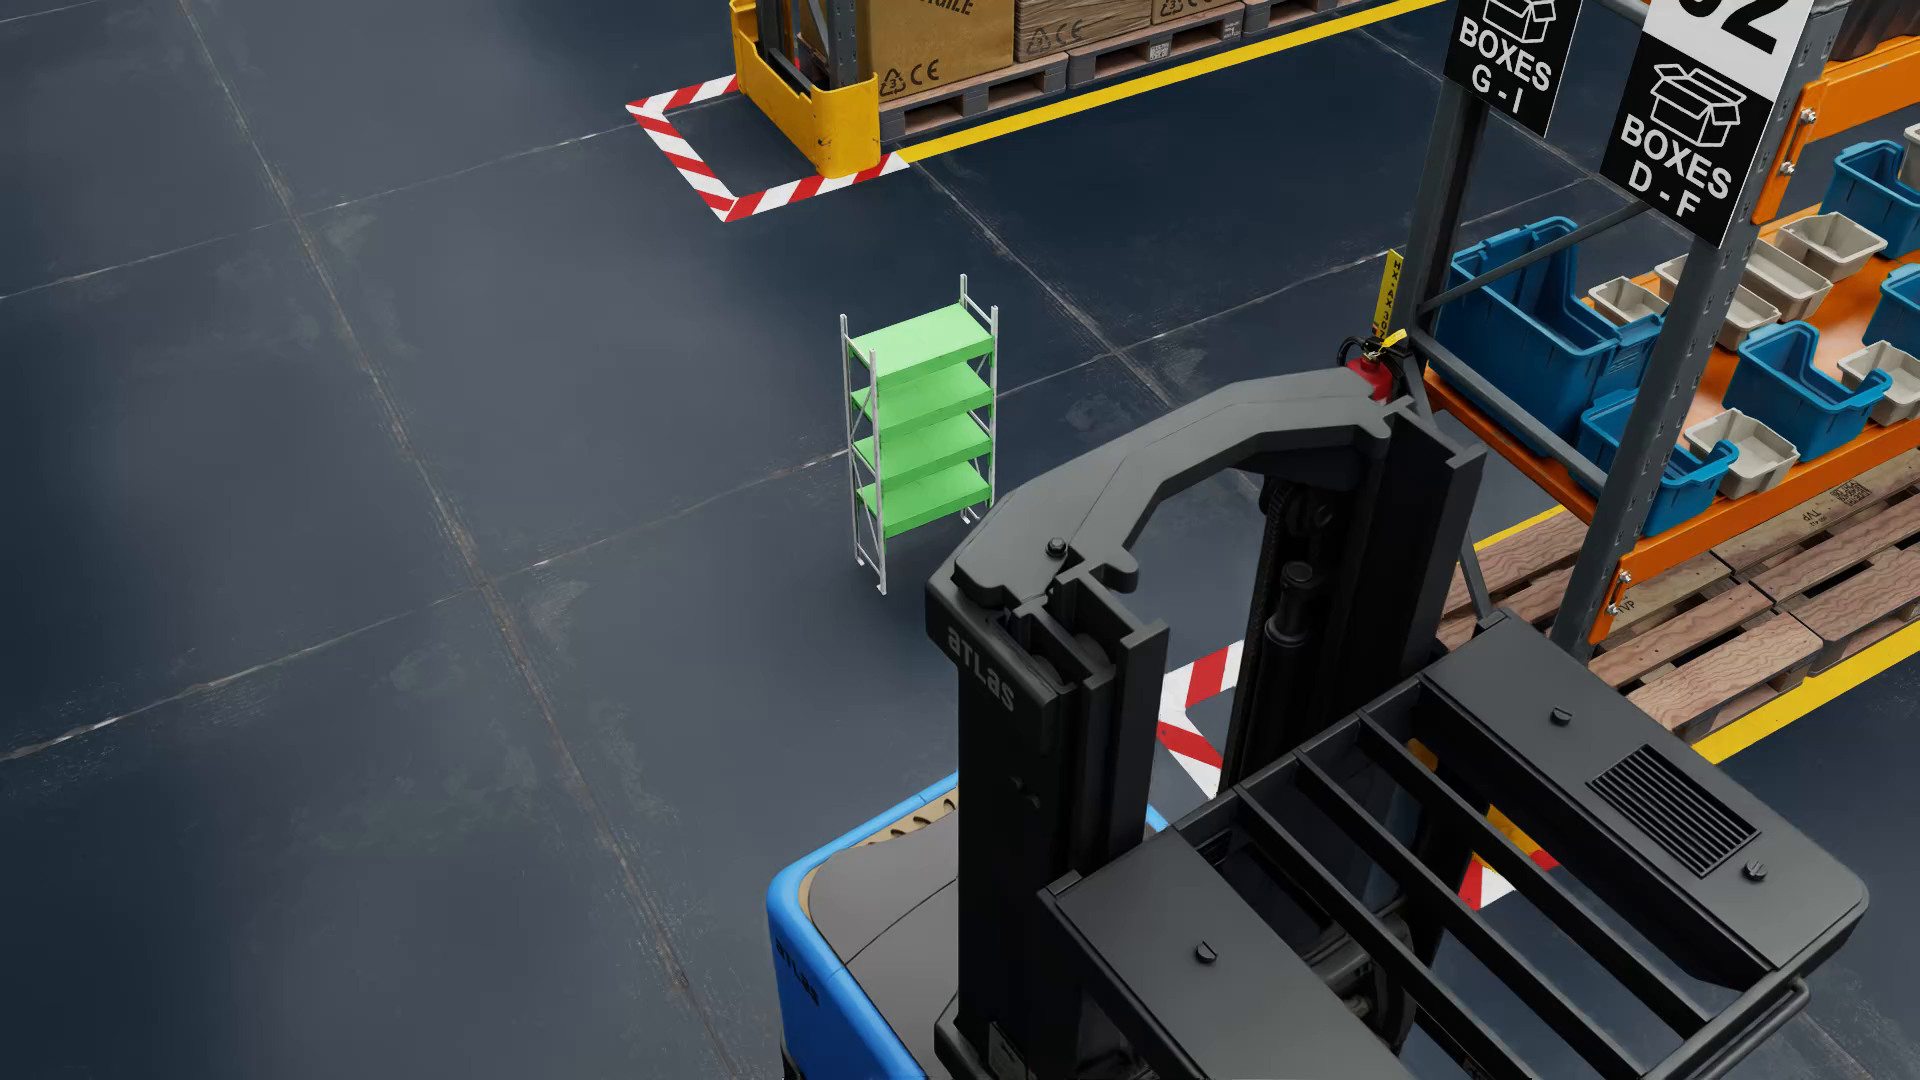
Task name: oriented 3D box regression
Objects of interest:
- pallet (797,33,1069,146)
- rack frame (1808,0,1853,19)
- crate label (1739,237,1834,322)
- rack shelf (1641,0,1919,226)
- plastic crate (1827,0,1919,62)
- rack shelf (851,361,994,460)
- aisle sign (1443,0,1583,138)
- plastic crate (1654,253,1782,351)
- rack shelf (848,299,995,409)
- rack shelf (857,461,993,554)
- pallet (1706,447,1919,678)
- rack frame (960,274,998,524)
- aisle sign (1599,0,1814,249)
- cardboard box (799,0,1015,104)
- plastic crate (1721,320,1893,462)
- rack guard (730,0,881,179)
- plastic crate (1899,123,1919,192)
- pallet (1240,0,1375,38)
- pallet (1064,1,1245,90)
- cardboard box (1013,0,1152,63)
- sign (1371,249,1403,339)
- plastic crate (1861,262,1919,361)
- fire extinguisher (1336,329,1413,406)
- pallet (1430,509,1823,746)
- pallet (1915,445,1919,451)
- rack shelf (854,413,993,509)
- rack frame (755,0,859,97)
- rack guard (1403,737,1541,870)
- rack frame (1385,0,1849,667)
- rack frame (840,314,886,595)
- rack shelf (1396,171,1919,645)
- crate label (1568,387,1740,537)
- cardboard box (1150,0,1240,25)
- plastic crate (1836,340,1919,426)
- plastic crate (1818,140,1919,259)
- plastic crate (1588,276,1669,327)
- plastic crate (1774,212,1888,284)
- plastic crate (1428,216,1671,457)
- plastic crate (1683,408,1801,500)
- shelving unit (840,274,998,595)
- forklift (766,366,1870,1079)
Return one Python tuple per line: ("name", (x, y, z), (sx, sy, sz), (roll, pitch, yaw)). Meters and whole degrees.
("pallet", (-0.161, -2.692, 9.372), (1.213, 0.211, 1.003), (-22, 48, -21))
("rack frame", (1.652, -2.530, 2.895), (0.127, 3.000, 1.000), (-22, 48, -21))
("crate label", (2.757, -0.899, 5.669), (0.243, 0.136, 0.396), (-22, 48, -21))
("rack shelf", (3.386, -1.889, 4.905), (4.000, 0.370, 1.077), (-22, 48, -21))
("plastic crate", (2.125, -1.372, 3.949), (0.590, 0.269, 0.497), (-22, 48, -21))
("rack shelf", (-0.144, -0.500, 6.150), (0.480, 0.148, 0.258), (-22, 48, -21))
("aisle sign", (1.444, -1.462, 4.236), (0.004, 0.787, 0.394), (-22, 48, -21))
("plastic crate", (2.527, -0.788, 5.554), (0.243, 0.136, 0.396), (-22, 48, -21))
("rack shelf", (-0.144, -0.672, 5.983), (0.480, 0.148, 0.258), (-22, 48, -21))
("rack shelf", (-0.144, -0.155, 6.485), (0.480, 0.148, 0.258), (-22, 48, -21))
("pallet", (3.443, -0.059, 6.659), (1.213, 0.211, 1.003), (-22, 48, -21))
("rack frame", (0.068, -0.458, 6.360), (0.015, 1.200, 0.240), (-22, 48, -21))
("aisle sign", (1.738, -1.105, 3.868), (0.004, 0.787, 0.394), (-22, 48, -21))
("cardboard box", (-0.300, -3.026, 8.939), (0.875, 0.875, 0.875), (-22, 48, -21))
("plastic crate", (2.601, -0.453, 5.141), (0.300, 0.233, 0.416), (-22, 48, -21))
("rack guard", (-0.836, -2.462, 8.928), (0.348, 0.500, 1.175), (-22, 48, -21))
("plastic crate", (3.705, -1.325, 6.004), (0.530, 0.282, 0.437), (-22, 48, -21))
("pallet", (1.955, -3.538, 10.244), (1.213, 0.211, 1.003), (-22, 48, -21))
("pallet", (0.895, -3.112, 9.805), (1.213, 0.211, 1.003), (-22, 48, -21))
("cardboard box", (0.489, -3.342, 9.264), (0.875, 0.875, 0.875), (-22, 48, -21))
("sign", (1.364, -0.762, 5.264), (0.005, 0.325, 0.100), (-22, 48, -21))
("plastic crate", (3.172, -0.682, 5.376), (0.300, 0.233, 0.416), (-22, 48, -21))
("fire extinguisher", (1.295, -0.437, 5.370), (0.183, 0.674, 0.296), (-22, 48, -21))
("pallet", (2.386, 0.361, 6.226), (1.213, 0.211, 1.003), (-22, 48, -21))
("pallet", (4.502, -0.485, 7.099), (1.213, 0.211, 1.003), (-22, 48, -21))
("rack shelf", (-0.144, -0.327, 6.317), (0.480, 0.148, 0.258), (-22, 48, -21))
("rack frame", (-0.815, -3.368, 8.066), (0.127, 3.000, 1.000), (-22, 48, -21))
("rack guard", (1.638, 0.536, 5.838), (0.348, 0.500, 1.175), (-22, 48, -21))
("rack frame", (1.652, -0.377, 4.984), (0.127, 3.000, 1.000), (-22, 48, -21))
("rack frame", (-0.355, -0.288, 6.186), (0.015, 1.200, 0.240), (-22, 48, -21))
("rack shelf", (3.386, -0.812, 5.950), (4.000, 0.370, 1.077), (-22, 48, -21))
("crate label", (2.030, -0.225, 4.905), (0.303, 0.233, 0.416), (-22, 48, -21))
("cardboard box", (1.260, -3.651, 9.582), (0.875, 0.875, 0.875), (-22, 48, -21))
("plastic crate", (2.938, -0.487, 5.244), (0.298, 0.136, 0.250), (-22, 48, -21))
("plastic crate", (3.305, -1.206, 5.916), (0.300, 0.233, 0.416), (-22, 48, -21))
("plastic crate", (2.269, -0.696, 5.460), (0.243, 0.136, 0.396), (-22, 48, -21))
("plastic crate", (3.004, -1.013, 5.786), (0.250, 0.136, 0.298), (-22, 48, -21))
("plastic crate", (1.849, -0.640, 5.187), (0.499, 0.435, 0.616), (-22, 48, -21))
("plastic crate", (2.349, -0.252, 5.002), (0.298, 0.136, 0.250), (-22, 48, -21))
("shelving unit", (-0.144, -0.373, 6.273), (0.503, 1.200, 0.258), (-22, 48, -21))
("forklift", (0.739, 1.246, 3.361), (1.130, 2.935, 3.031), (-26, 50, -24))
